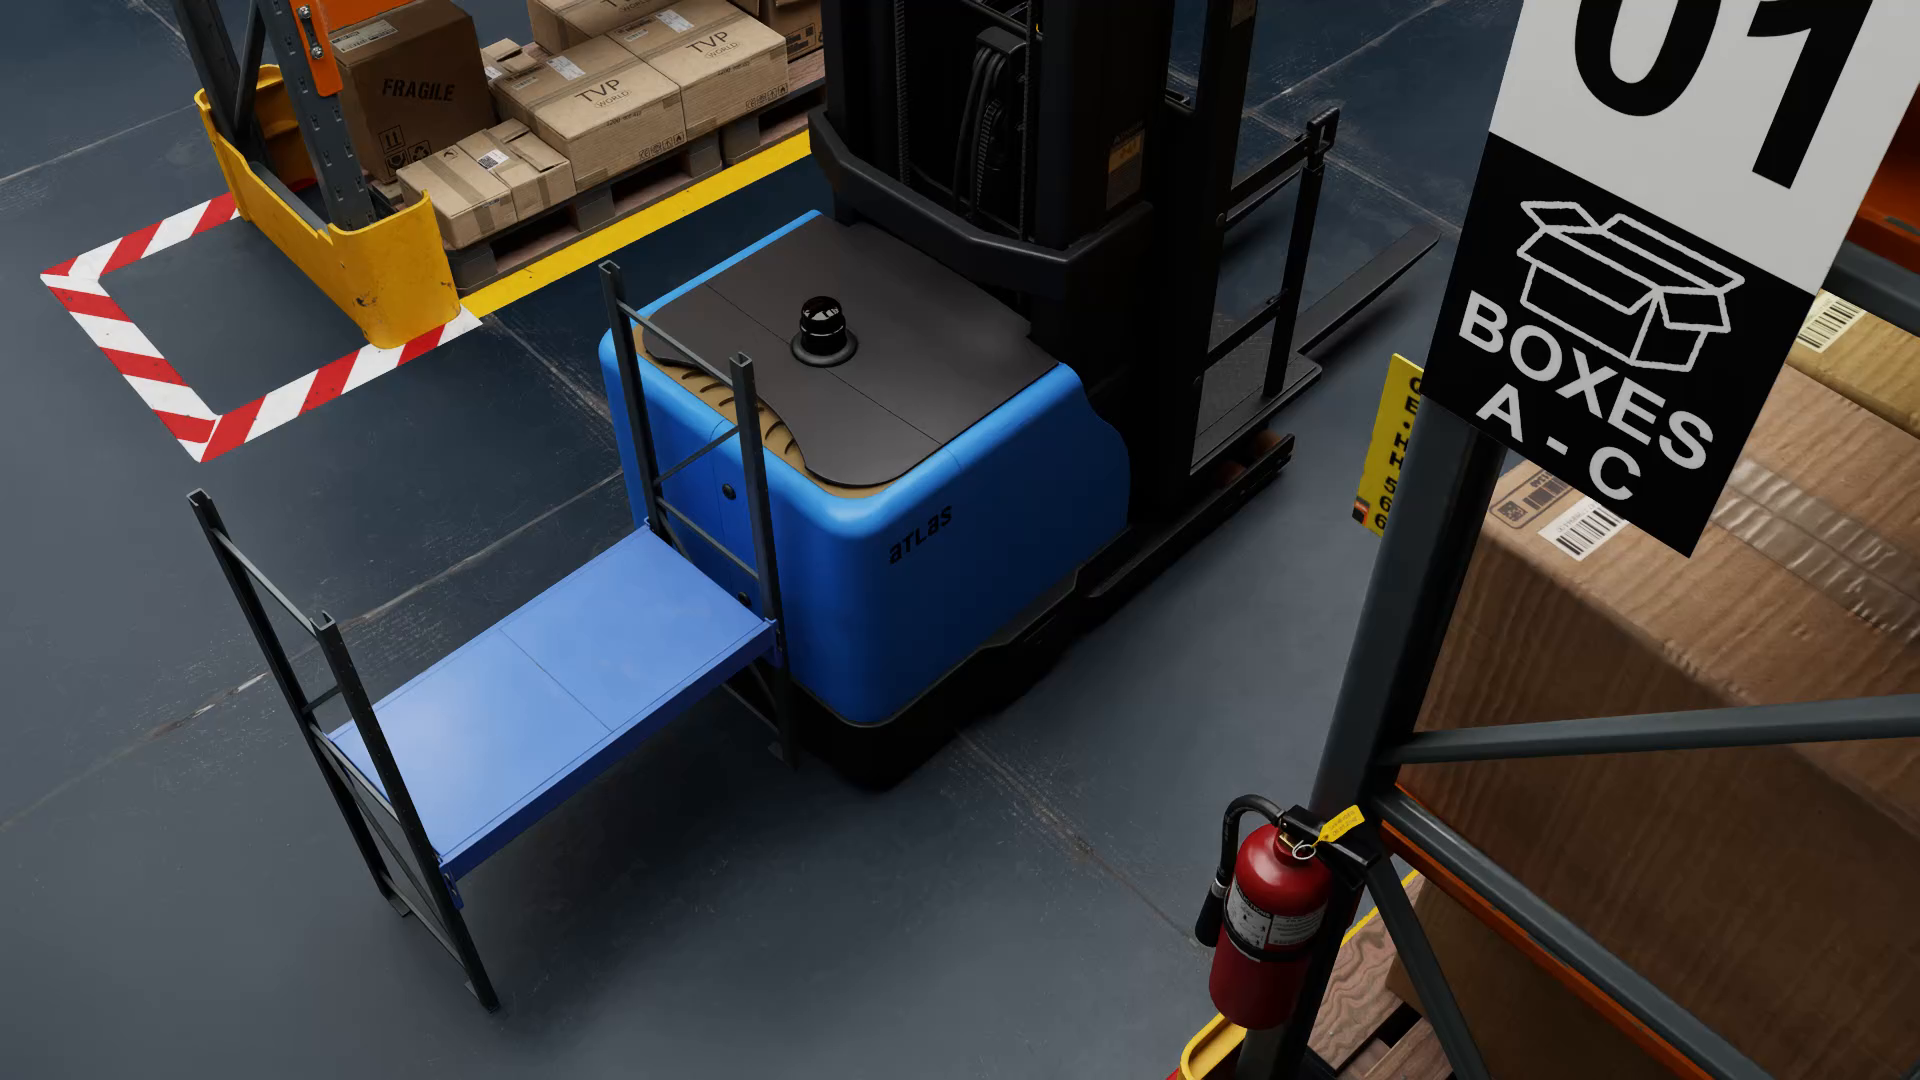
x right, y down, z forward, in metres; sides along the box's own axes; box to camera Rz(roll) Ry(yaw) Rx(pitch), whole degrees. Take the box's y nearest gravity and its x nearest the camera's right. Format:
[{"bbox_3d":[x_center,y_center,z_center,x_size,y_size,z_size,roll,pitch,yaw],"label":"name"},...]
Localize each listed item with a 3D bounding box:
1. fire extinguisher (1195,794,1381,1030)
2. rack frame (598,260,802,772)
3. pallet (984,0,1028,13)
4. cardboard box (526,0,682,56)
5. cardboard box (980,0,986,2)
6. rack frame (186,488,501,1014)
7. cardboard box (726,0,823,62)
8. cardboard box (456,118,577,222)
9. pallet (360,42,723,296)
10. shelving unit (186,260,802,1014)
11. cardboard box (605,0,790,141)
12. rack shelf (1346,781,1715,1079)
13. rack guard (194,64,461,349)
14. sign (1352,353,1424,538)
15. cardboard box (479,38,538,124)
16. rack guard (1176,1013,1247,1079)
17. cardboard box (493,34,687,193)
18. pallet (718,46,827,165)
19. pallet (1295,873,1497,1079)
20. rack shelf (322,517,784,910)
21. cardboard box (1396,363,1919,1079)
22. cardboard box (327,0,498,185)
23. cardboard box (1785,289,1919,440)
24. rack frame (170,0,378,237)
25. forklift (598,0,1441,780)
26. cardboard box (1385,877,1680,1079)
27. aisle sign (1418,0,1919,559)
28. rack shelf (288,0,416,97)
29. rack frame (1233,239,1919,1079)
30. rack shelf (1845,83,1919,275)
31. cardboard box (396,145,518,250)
[{"bbox_3d":[0.559,0.633,2.931,0.183,0.674,0.296,-34,56,-27],"label":"fire extinguisher"},{"bbox_3d":[-0.634,0.004,4.226,0.500,1.500,0.032,35,56,28],"label":"rack frame"},{"bbox_3d":[0.097,-2.728,7.624,1.213,0.211,1.003,-34,56,-27],"label":"pallet"},{"bbox_3d":[-1.394,-2.108,6.726,0.500,0.250,0.500,-34,56,-27],"label":"cardboard box"},{"bbox_3d":[-0.180,-2.444,6.994,0.500,0.311,0.500,-34,56,-27],"label":"cardboard box"},{"bbox_3d":[-1.342,0.540,3.731,0.500,1.500,0.032,35,56,28],"label":"rack frame"},{"bbox_3d":[-0.781,-2.384,6.808,0.637,0.503,0.797,-34,56,-27],"label":"cardboard box"},{"bbox_3d":[-1.628,-1.367,6.099,0.250,0.166,0.380,-34,56,-27],"label":"cardboard box"},{"bbox_3d":[-1.708,-1.522,6.511,1.213,0.211,1.003,-34,56,-27],"label":"pallet"},{"bbox_3d":[-0.988,0.272,3.979,0.538,1.500,1.048,35,56,28],"label":"shelving unit"},{"bbox_3d":[-1.021,-1.861,6.498,0.500,0.250,0.500,-34,56,-27],"label":"cardboard box"},{"bbox_3d":[2.461,-0.088,3.780,4.000,0.370,1.077,-34,56,-27],"label":"rack shelf"},{"bbox_3d":[-2.298,-1.225,6.040,0.348,0.500,1.175,-34,56,-27],"label":"rack guard"},{"bbox_3d":[0.627,-0.118,2.369,0.005,0.325,0.100,-34,56,-27],"label":"sign"},{"bbox_3d":[-1.757,-1.778,6.478,0.250,0.166,0.380,-34,56,-27],"label":"cardboard box"},{"bbox_3d":[0.964,1.516,3.511,0.348,0.500,1.175,-34,56,-27],"label":"rack guard"},{"bbox_3d":[-1.391,-1.614,6.270,0.500,0.250,0.500,-34,56,-27],"label":"cardboard box"},{"bbox_3d":[-0.806,-2.122,7.064,1.213,0.211,1.003,-34,56,-27],"label":"pallet"},{"bbox_3d":[1.520,1.164,4.032,1.213,0.211,1.003,-34,56,-27],"label":"pallet"},{"bbox_3d":[-0.988,0.394,4.111,0.538,0.185,1.000,35,56,28],"label":"rack shelf"},{"bbox_3d":[1.352,0.297,2.731,0.700,0.700,0.980,-31,55,-26],"label":"cardboard box"},{"bbox_3d":[-2.117,-1.740,6.216,0.500,0.500,0.500,-34,56,-27],"label":"cardboard box"},{"bbox_3d":[1.883,-0.069,3.068,0.700,0.700,0.980,-34,56,-27],"label":"cardboard box"},{"bbox_3d":[-2.354,-2.035,5.087,0.127,3.000,1.000,-34,56,-27],"label":"rack frame"},{"bbox_3d":[0.436,-1.323,4.476,1.130,2.935,3.031,36,57,28],"label":"forklift"},{"bbox_3d":[1.432,0.961,3.737,0.500,0.500,0.700,-34,56,-27],"label":"cardboard box"},{"bbox_3d":[0.726,-0.353,1.766,0.004,0.787,0.394,-34,56,-27],"label":"aisle sign"},{"bbox_3d":[-0.874,-2.780,6.264,4.000,0.370,1.077,-34,56,-27],"label":"rack shelf"},{"bbox_3d":[0.979,0.655,2.605,0.053,2.616,0.949,-34,56,-27],"label":"rack frame"},{"bbox_3d":[2.461,-1.106,2.678,4.000,0.370,1.077,-34,56,-27],"label":"rack shelf"},{"bbox_3d":[-1.813,-1.238,5.992,0.250,0.149,0.380,-34,56,-27],"label":"cardboard box"}]
